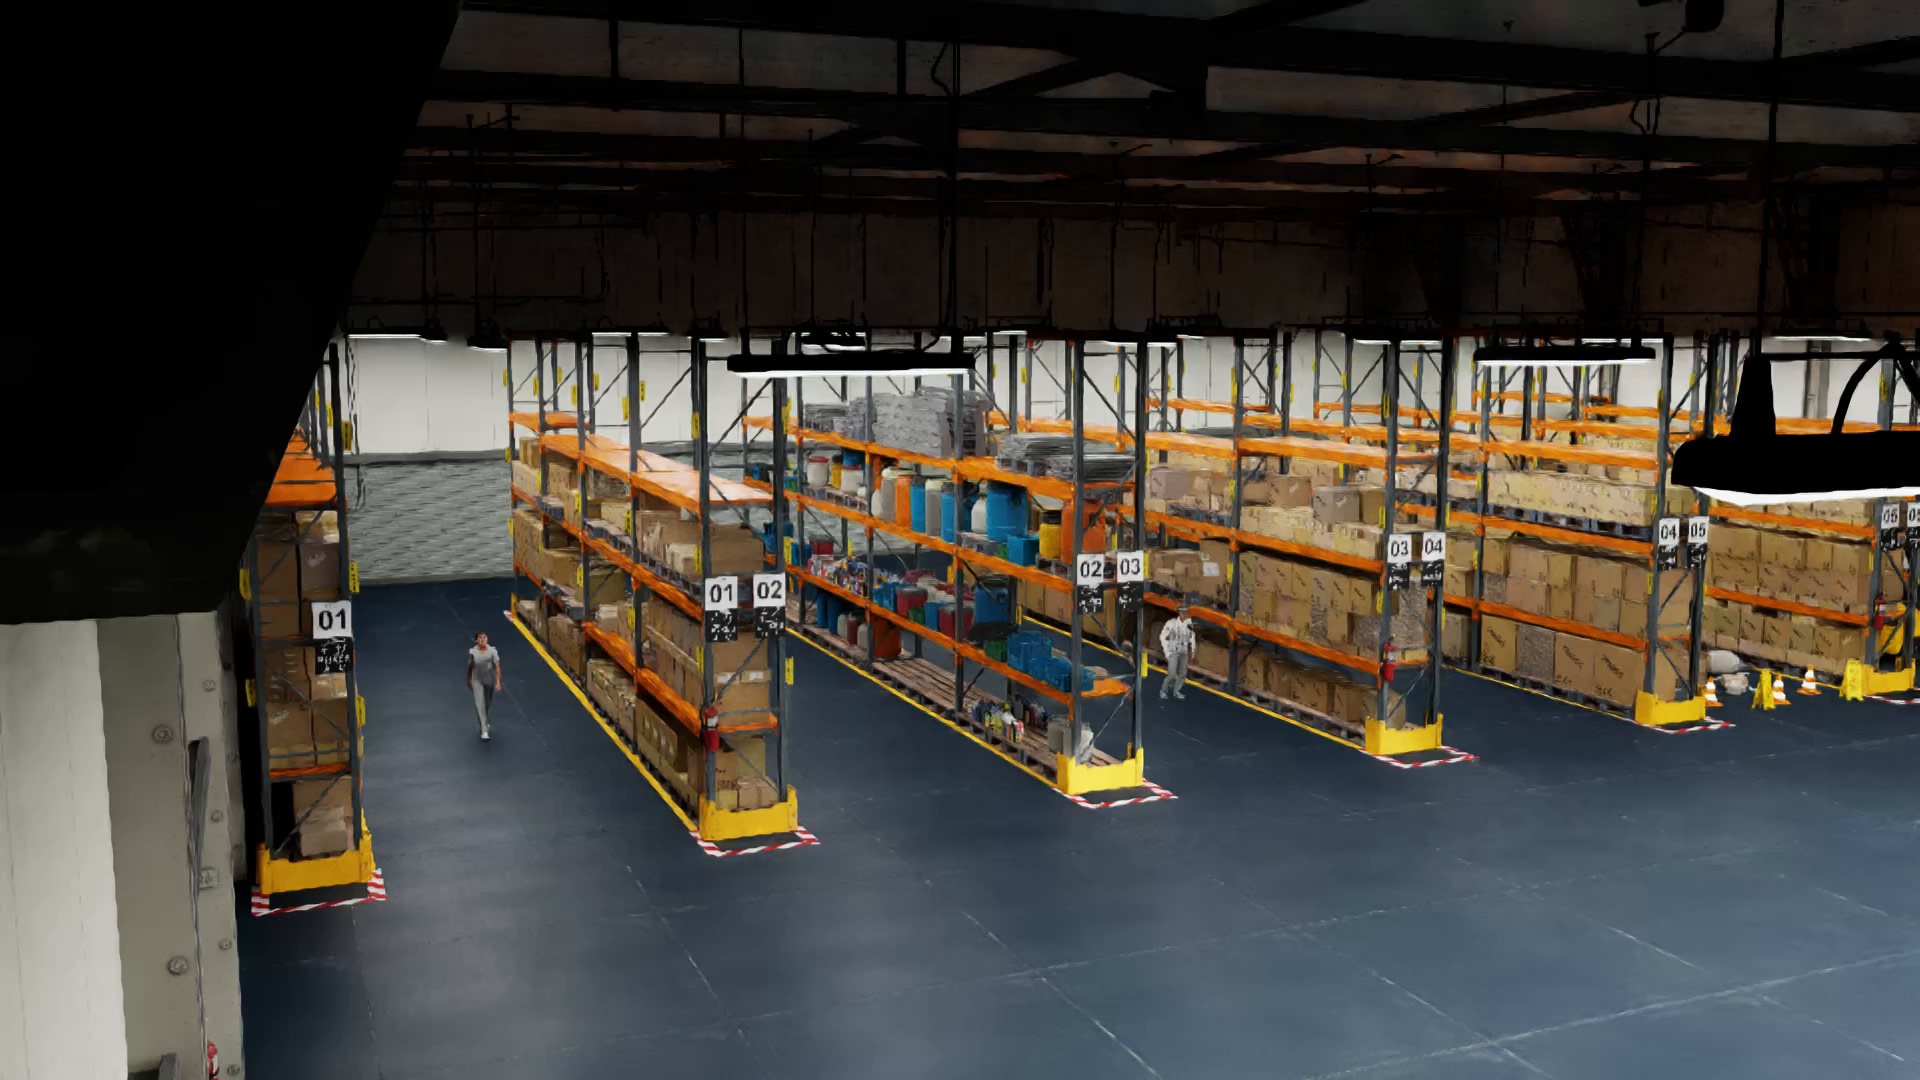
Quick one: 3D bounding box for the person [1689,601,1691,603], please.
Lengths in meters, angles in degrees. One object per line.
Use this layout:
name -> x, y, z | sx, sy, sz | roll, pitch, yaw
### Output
person -> 15.713, 0.480, 36.444 | 0.581, 1.785, 0.664 | 0, 8, -1

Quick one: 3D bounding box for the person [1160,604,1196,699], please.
person -> 3.580, 1.822, 27.331 | 0.639, 1.632, 0.498 | -3, 8, -23

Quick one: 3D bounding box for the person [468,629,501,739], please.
person -> -7.149, 2.134, 25.024 | 0.453, 1.612, 1.010 | -3, 9, -24
